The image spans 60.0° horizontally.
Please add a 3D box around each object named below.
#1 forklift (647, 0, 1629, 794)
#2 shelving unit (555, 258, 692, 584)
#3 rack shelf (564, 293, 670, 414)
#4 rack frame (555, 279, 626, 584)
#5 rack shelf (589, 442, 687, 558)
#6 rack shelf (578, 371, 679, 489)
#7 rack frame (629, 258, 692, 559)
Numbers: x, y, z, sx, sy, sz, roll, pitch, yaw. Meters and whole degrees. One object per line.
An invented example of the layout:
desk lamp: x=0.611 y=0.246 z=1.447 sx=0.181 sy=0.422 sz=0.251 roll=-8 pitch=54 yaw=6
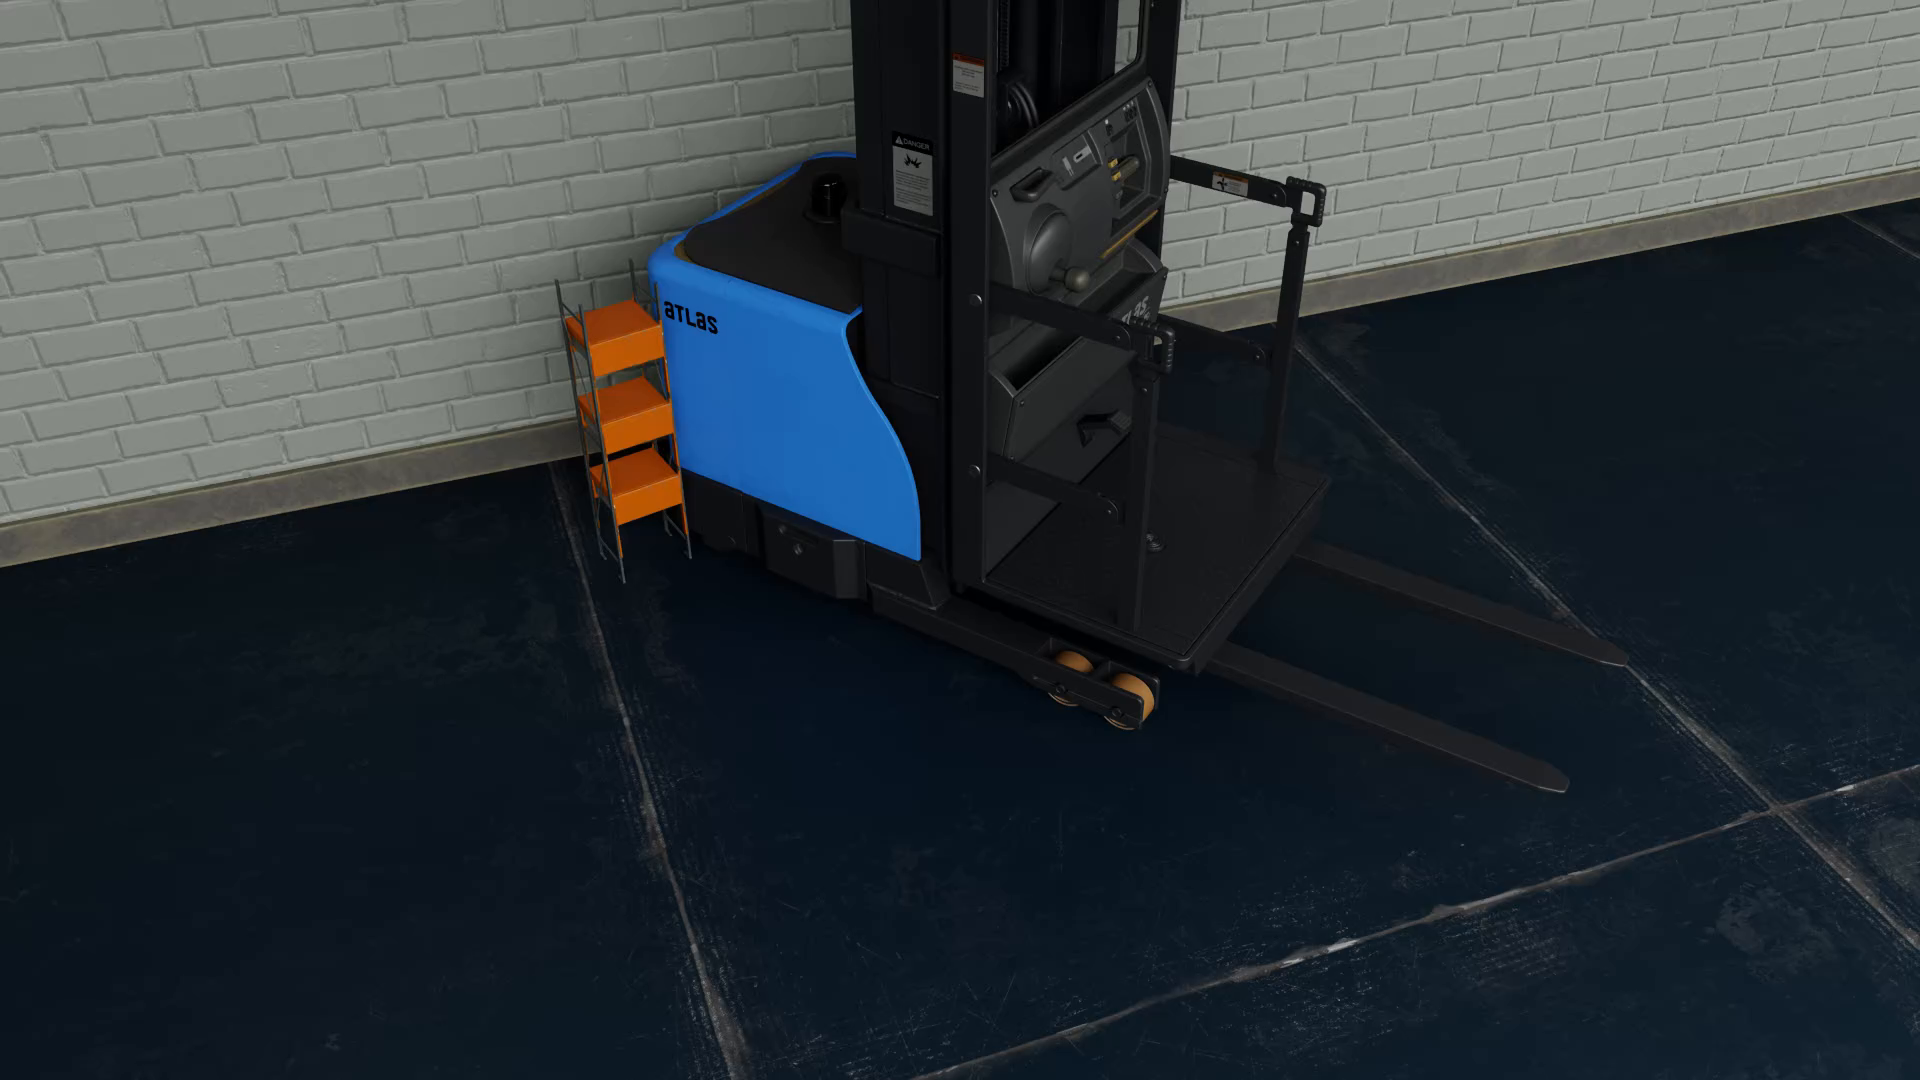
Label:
forklift: x=0.527 y=-0.969 z=4.601 sx=3.031 sy=2.935 sz=1.130 roll=21 pitch=42 yaw=25
shelving unit: x=-1.074 y=-0.365 z=5.362 sx=0.252 sy=1.050 sz=0.215 roll=-22 pitch=42 yaw=-26
rack shelf: x=-1.074 y=-0.583 z=5.198 sx=0.240 sy=0.259 sz=0.215 roll=-22 pitch=42 yaw=-26
rack frame: x=-1.176 y=-0.325 z=5.309 sx=0.008 sy=1.050 sz=0.200 roll=-22 pitch=42 yaw=-26
rack shelf: x=-1.074 y=-0.135 z=5.536 sx=0.240 sy=0.259 sz=0.215 roll=-22 pitch=42 yaw=-26
rack shelf: x=-1.074 y=-0.357 z=5.369 sx=0.240 sy=0.259 sz=0.215 roll=-22 pitch=42 yaw=-26
rack frame: x=-0.972 y=-0.406 z=5.416 sx=0.008 sy=1.050 sz=0.200 roll=-22 pitch=42 yaw=-26
